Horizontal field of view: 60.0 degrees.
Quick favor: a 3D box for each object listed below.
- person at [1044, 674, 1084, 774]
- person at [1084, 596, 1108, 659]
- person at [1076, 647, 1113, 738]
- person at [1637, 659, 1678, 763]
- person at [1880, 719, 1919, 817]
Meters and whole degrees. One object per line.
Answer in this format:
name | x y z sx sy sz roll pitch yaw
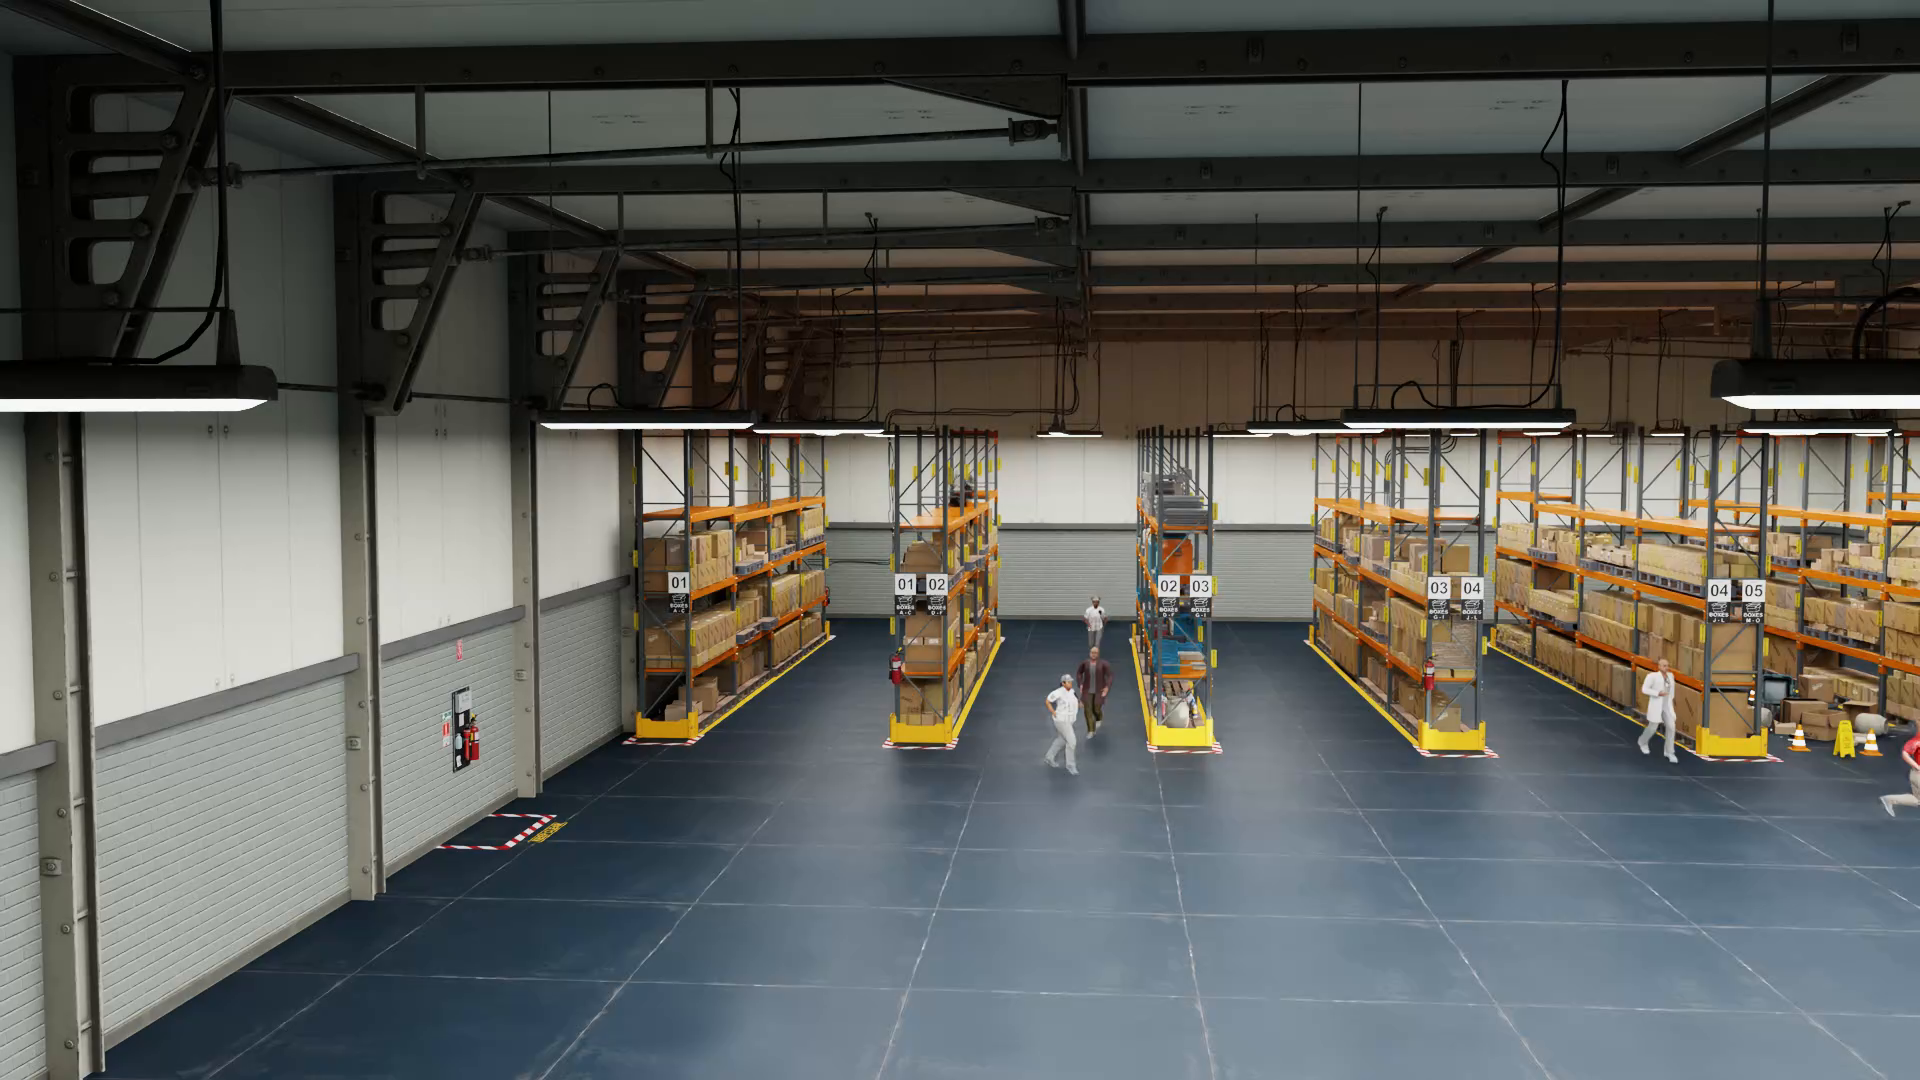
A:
person | 1.793 3.178 28.776 0.764 1.734 0.576 2 4 32
person | 3.291 2.181 40.295 0.572 1.666 0.560 0 3 3
person | 2.604 2.937 32.232 0.737 1.753 0.726 1 4 14
person | 12.594 3.036 29.923 0.737 1.799 1.030 0 3 -8
person | 13.945 3.449 24.172 1.007 1.721 0.645 2 4 36
